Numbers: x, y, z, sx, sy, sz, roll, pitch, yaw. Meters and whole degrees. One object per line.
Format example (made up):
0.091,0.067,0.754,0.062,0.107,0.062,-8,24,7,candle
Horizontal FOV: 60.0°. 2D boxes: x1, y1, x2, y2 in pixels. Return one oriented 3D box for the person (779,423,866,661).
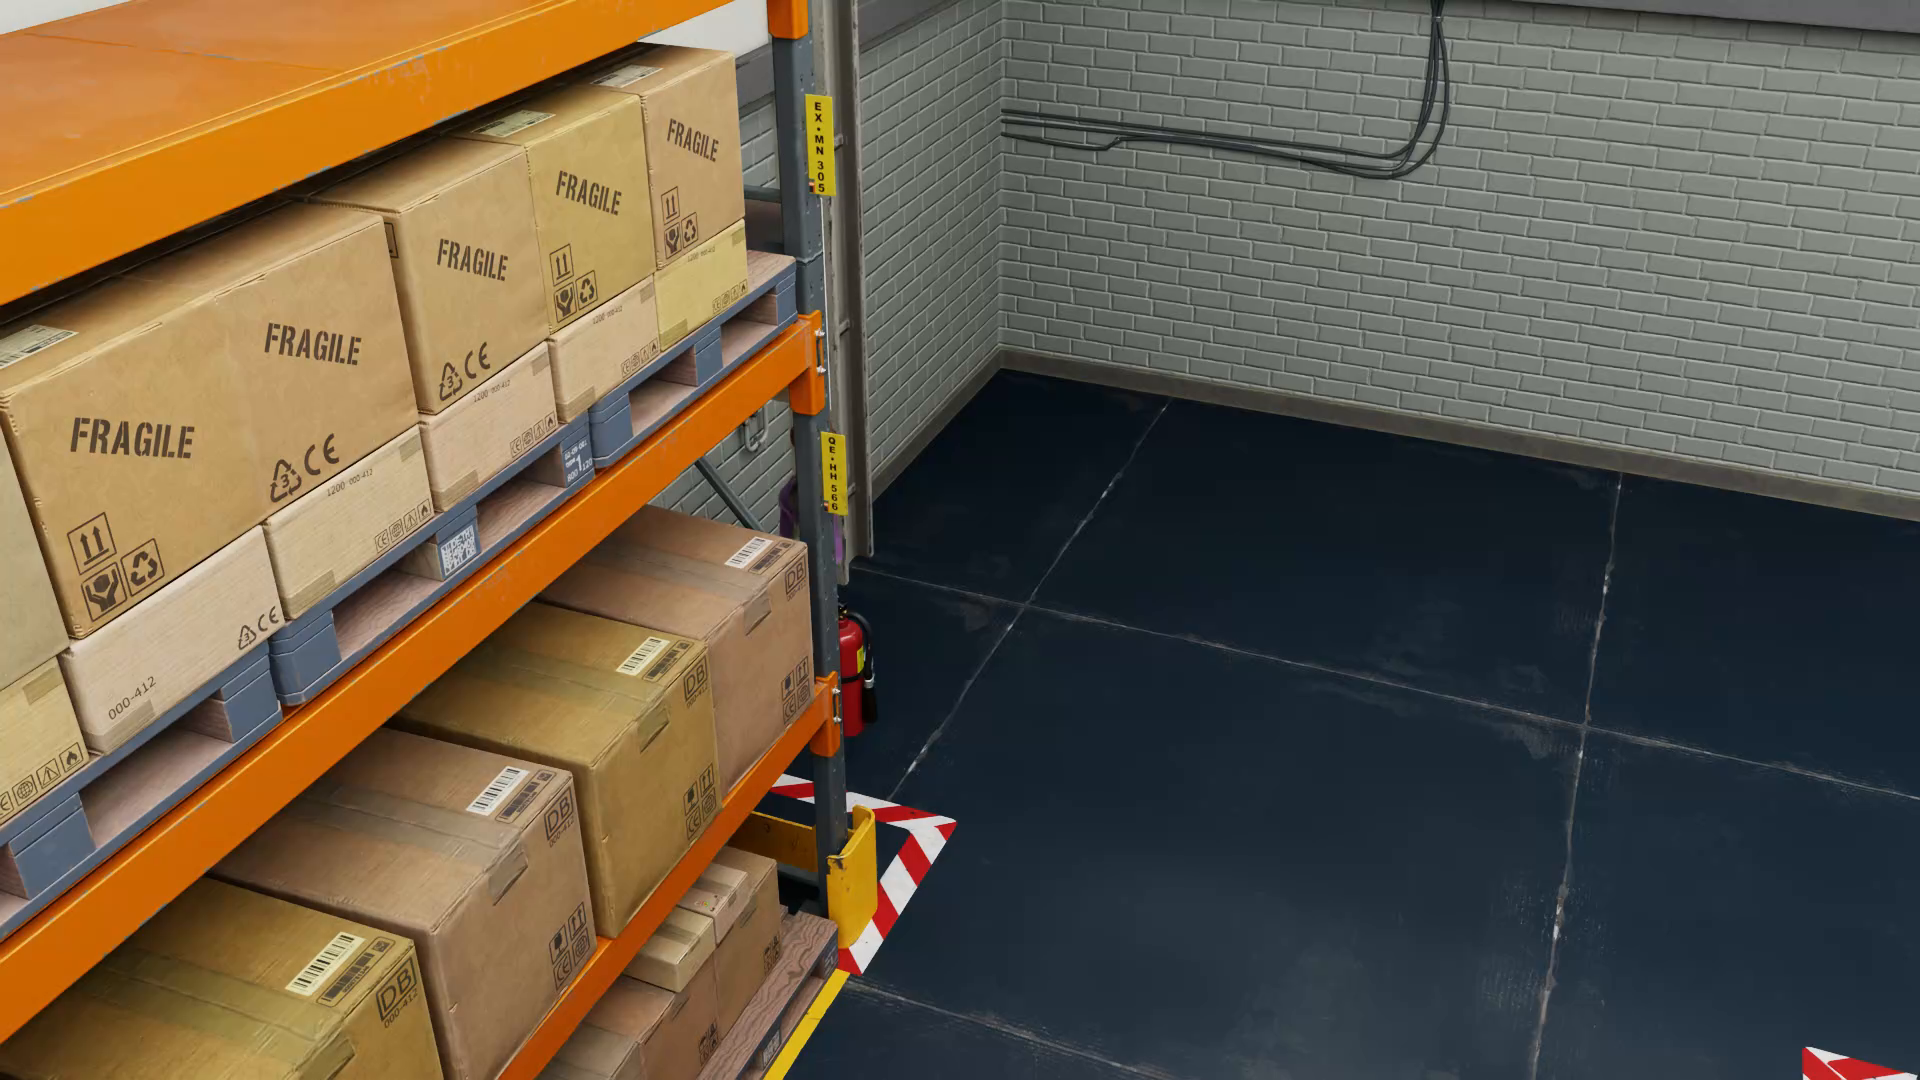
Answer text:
-0.739,0.103,8.217,0.446,1.612,0.470,11,32,19,person
